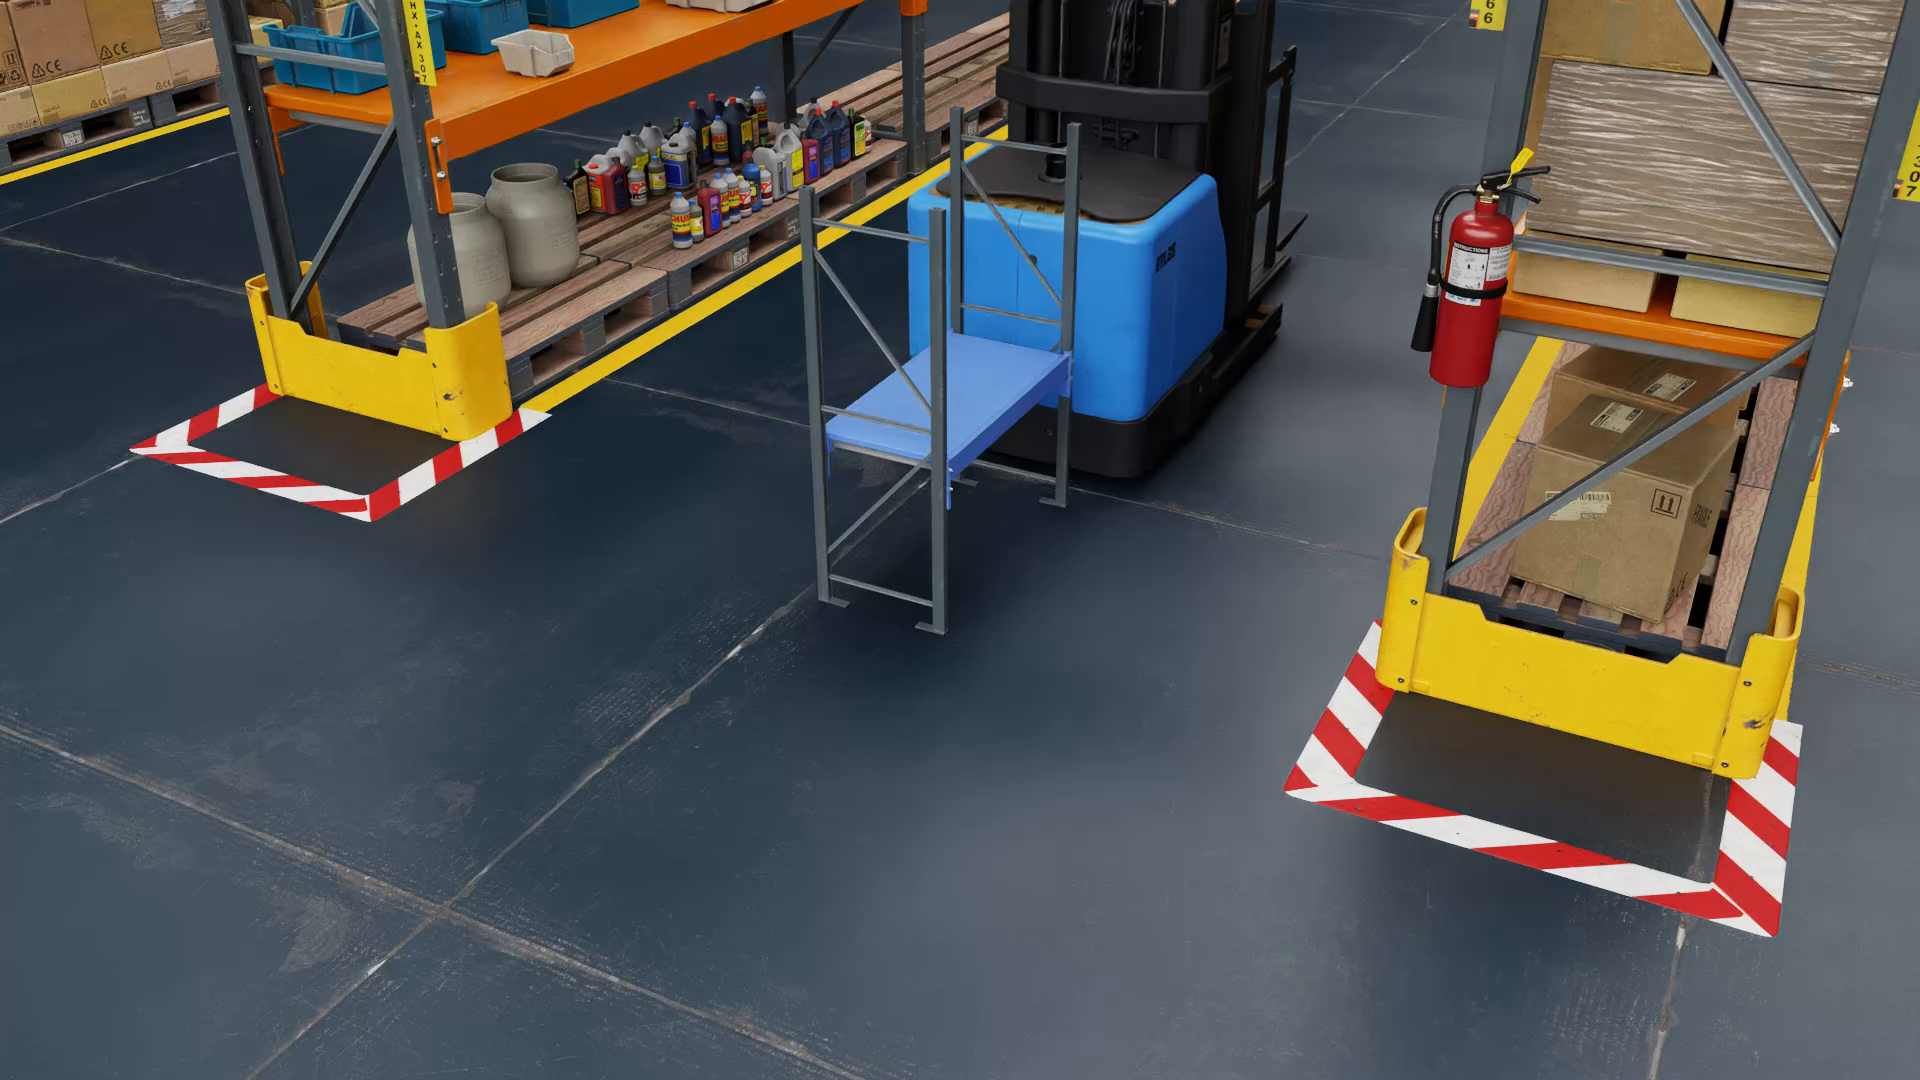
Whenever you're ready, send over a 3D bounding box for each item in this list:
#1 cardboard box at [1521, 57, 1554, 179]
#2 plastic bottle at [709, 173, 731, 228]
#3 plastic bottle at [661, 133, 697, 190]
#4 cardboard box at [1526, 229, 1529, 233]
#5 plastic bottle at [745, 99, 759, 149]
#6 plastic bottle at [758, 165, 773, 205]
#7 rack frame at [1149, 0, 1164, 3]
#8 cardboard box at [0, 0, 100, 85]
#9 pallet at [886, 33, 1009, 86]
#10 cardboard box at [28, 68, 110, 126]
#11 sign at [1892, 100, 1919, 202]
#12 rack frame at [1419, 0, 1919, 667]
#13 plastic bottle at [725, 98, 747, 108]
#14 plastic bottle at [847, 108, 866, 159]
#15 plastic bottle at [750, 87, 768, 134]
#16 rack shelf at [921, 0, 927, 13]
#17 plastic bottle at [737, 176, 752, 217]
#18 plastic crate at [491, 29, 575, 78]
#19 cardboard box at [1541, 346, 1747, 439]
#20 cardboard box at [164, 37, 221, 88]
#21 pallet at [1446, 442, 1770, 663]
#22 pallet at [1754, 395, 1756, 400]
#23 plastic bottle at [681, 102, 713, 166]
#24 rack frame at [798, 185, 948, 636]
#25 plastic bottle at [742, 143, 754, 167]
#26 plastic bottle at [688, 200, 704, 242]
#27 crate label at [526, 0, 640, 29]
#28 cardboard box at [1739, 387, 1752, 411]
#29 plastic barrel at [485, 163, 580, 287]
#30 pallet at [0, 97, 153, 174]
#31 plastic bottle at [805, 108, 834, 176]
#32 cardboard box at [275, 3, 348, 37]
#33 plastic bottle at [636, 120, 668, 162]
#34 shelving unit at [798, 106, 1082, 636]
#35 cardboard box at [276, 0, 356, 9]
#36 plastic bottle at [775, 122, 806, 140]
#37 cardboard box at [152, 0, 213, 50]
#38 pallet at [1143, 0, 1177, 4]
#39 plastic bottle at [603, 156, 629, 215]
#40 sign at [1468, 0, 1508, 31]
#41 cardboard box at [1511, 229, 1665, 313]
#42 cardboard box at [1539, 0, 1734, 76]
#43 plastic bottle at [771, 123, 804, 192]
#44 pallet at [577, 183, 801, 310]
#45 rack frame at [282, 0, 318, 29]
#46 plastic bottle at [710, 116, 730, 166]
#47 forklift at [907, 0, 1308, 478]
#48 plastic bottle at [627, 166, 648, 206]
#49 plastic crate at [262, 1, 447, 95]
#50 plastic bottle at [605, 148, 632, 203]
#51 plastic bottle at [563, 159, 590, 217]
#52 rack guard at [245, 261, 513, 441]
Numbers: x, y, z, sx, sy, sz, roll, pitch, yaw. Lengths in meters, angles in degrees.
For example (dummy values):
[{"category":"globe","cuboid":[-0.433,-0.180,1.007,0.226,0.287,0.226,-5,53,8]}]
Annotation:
[{"category":"cardboard box","cuboid":[2.302,-1.403,5.282,0.875,0.500,0.500,14,33,23]},{"category":"plastic bottle","cuboid":[-1.244,-1.761,8.602,0.097,0.271,0.097,0,30,0]},{"category":"plastic bottle","cuboid":[-1.555,-2.093,9.175,0.152,0.276,0.135,14,33,23]},{"category":"cardboard box","cuboid":[2.034,-1.042,5.305,0.380,0.149,0.250,14,33,23]},{"category":"plastic bottle","cuboid":[-1.245,-2.439,9.771,0.061,0.283,0.133,14,33,23]},{"category":"plastic bottle","cuboid":[-1.060,-1.910,8.932,0.097,0.201,0.097,0,30,0]},{"category":"rack frame","cuboid":[1.141,-5.415,12.667,1.000,3.000,0.127,14,33,23]},{"category":"cardboard box","cuboid":[-5.783,-3.160,10.327,0.500,0.500,0.500,14,33,23]},{"category":"pallet","cuboid":[0.197,-3.332,11.840,1.003,0.211,1.213,14,33,23]},{"category":"cardboard box","cuboid":[-5.784,-2.835,10.514,0.500,0.250,0.500,14,33,23]},{"category":"sign","cuboid":[2.389,-0.997,4.105,0.100,0.325,0.005,14,33,23]},{"category":"rack frame","cuboid":[1.906,-0.744,4.534,1.000,3.000,0.127,14,33,23]},{"category":"plastic bottle","cuboid":[-1.340,-2.460,9.814,0.152,0.276,0.135,16,33,25]},{"category":"plastic bottle","cuboid":[-0.607,-2.366,9.644,0.061,0.283,0.133,16,34,26]},{"category":"plastic bottle","cuboid":[-1.217,-2.607,10.076,0.097,0.271,0.097,0,30,0]},{"category":"rack shelf","cuboid":[0.230,-4.216,11.302,1.077,0.370,4.000,14,33,23]},{"category":"plastic bottle","cuboid":[-1.153,-1.819,8.773,0.097,0.201,0.097,0,30,0]},{"category":"plastic crate","cuboid":[-1.809,-2.077,7.120,0.298,0.136,0.250,14,33,23]},{"category":"cardboard box","cuboid":[2.447,-0.388,6.003,0.500,0.500,0.500,24,38,36]},{"category":"cardboard box","cuboid":[-5.342,-3.282,11.292,0.500,0.250,0.500,14,33,23]},{"category":"pallet","cuboid":[2.342,0.079,5.901,1.003,0.211,1.213,14,33,23]},{"category":"pallet","cuboid":[3.453,-1.003,7.784,1.003,0.211,1.213,14,33,23]},{"category":"plastic bottle","cuboid":[-1.504,-2.336,9.524,0.144,0.351,0.185,13,32,21]},{"category":"rack frame","cuboid":[-0.270,-0.387,5.418,0.500,1.500,0.032,14,33,23]},{"category":"plastic bottle","cuboid":[-1.125,-2.028,9.055,0.061,0.283,0.133,14,33,23]},{"category":"plastic bottle","cuboid":[-1.353,-1.624,8.435,0.097,0.201,0.097,0,30,0]},{"category":"crate label","cuboid":[-1.906,-2.761,8.010,0.502,0.435,0.616,14,33,23]},{"category":"cardboard box","cuboid":[3.043,-0.899,6.892,0.500,0.500,0.500,11,32,19]},{"category":"plastic barrel","cuboid":[-2.043,-1.503,7.931,0.421,0.512,0.421,0,30,0]},{"category":"pallet","cuboid":[-6.043,-2.672,10.690,1.003,0.211,1.213,14,33,23]},{"category":"plastic bottle","cuboid":[-0.806,-2.247,9.370,0.144,0.351,0.185,13,32,21]},{"category":"cardboard box","cuboid":[-4.685,-3.879,12.332,0.500,0.250,0.500,13,33,22]},{"category":"plastic bottle","cuboid":[-1.698,-2.148,9.196,0.144,0.351,0.185,14,33,23]},{"category":"shelving unit","cuboid":[-0.039,-0.613,5.811,0.538,1.500,1.048,14,33,23]},{"category":"cardboard box","cuboid":[-4.679,-4.126,12.200,0.500,0.311,0.500,14,33,23]},{"category":"plastic bottle","cuboid":[-0.949,-2.237,9.428,0.152,0.276,0.135,14,33,23]},{"category":"cardboard box","cuboid":[-5.344,-3.607,11.106,0.500,0.500,0.500,14,33,23]},{"category":"pallet","cuboid":[1.463,-4.564,13.986,1.003,0.211,1.213,14,33,23]},{"category":"plastic bottle","cuboid":[-1.823,-1.876,8.791,0.061,0.283,0.133,14,33,23]},{"category":"sign","cuboid":[1.421,-1.518,4.402,0.100,0.325,0.005,14,33,23]},{"category":"cardboard box","cuboid":[1.852,-0.809,4.898,0.380,0.149,0.250,14,33,23]},{"category":"cardboard box","cuboid":[1.936,-1.650,4.709,0.500,0.500,0.500,14,33,23]},{"category":"plastic bottle","cuboid":[-0.953,-2.104,9.120,0.144,0.351,0.185,14,33,23]},{"category":"pallet","cuboid":[-1.579,-1.601,8.826,1.003,0.211,1.213,14,33,23]},{"category":"rack frame","cuboid":[-5.089,-4.767,11.539,1.000,3.000,0.127,14,33,23]},{"category":"plastic bottle","cuboid":[-1.377,-2.294,9.530,0.097,0.271,0.097,0,30,0]},{"category":"forklift","cuboid":[0.881,-2.225,7.182,1.130,2.935,3.031,14,33,22]},{"category":"plastic bottle","cuboid":[-1.735,-1.906,8.925,0.097,0.201,0.097,0,30,0]},{"category":"plastic crate","cuboid":[-2.542,-2.093,7.033,0.499,0.251,0.616,14,33,23]},{"category":"plastic bottle","cuboid":[-1.855,-1.958,8.941,0.152,0.276,0.135,13,32,22]},{"category":"plastic bottle","cuboid":[-2.020,-1.850,8.746,0.061,0.283,0.133,15,33,24]},{"category":"rack guard","cuboid":[-2.511,-0.828,7.191,1.175,0.500,0.348,14,33,23]}]
